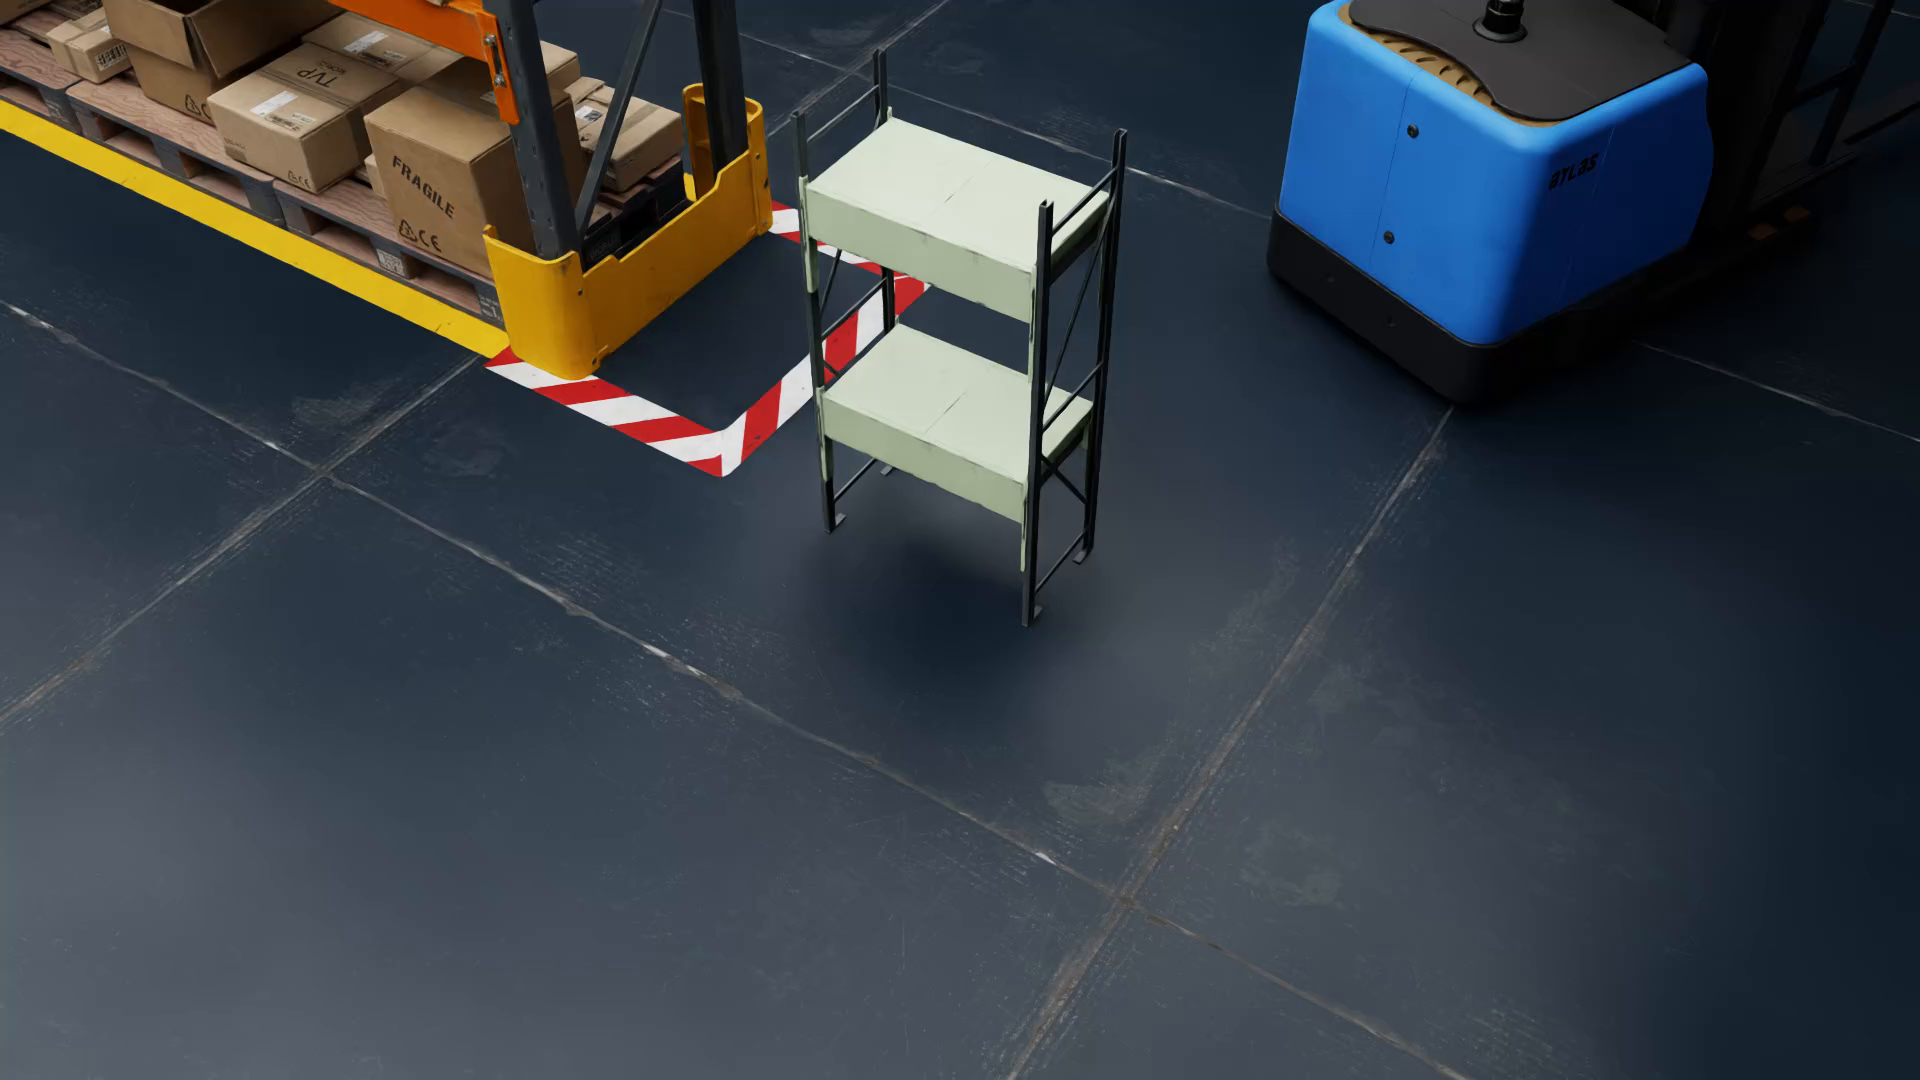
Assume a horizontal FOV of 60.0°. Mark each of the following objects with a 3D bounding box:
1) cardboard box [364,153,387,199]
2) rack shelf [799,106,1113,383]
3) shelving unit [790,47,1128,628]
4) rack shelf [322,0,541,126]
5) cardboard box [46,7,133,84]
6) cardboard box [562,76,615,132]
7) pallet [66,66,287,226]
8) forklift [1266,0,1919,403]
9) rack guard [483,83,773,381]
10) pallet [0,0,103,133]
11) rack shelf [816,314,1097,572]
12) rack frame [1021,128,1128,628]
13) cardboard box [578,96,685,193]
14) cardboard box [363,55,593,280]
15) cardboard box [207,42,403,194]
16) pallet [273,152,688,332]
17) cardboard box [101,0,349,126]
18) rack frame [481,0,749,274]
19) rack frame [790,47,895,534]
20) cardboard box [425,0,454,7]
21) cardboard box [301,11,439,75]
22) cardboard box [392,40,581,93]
[{"bbox_3d":[-1.978,-1.411,6.198,0.250,0.166,0.380,25,51,22],"label":"cardboard box"},{"bbox_3d":[-0.006,-0.797,4.435,0.720,0.370,0.431,25,51,22],"label":"rack shelf"},{"bbox_3d":[-0.006,-0.525,4.715,0.755,1.500,0.431,25,51,22],"label":"shelving unit"},{"bbox_3d":[-2.778,-2.495,6.085,4.000,0.370,1.077,25,51,22],"label":"rack shelf"},{"bbox_3d":[-3.492,-2.064,6.833,0.250,0.166,0.380,25,51,22],"label":"cardboard box"},{"bbox_3d":[-1.472,-1.604,6.386,0.250,0.166,0.380,25,51,22],"label":"cardboard box"},{"bbox_3d":[-2.853,-1.810,6.862,1.213,0.211,1.003,25,51,22],"label":"pallet"},{"bbox_3d":[2.633,-2.329,5.469,3.031,2.935,1.130,-26,51,-23],"label":"forklift"},{"bbox_3d":[-1.159,-1.130,6.000,0.348,0.500,1.175,25,51,22],"label":"rack guard"},{"bbox_3d":[-3.884,-2.282,7.321,1.213,0.211,1.003,25,51,22],"label":"pallet"},{"bbox_3d":[-0.006,-0.298,4.948,0.720,0.370,0.431,25,51,22],"label":"rack shelf"},{"bbox_3d":[0.302,-0.384,4.577,0.023,1.500,0.400,25,51,22],"label":"rack frame"},{"bbox_3d":[-1.262,-1.501,6.298,0.250,0.149,0.380,25,51,22],"label":"cardboard box"},{"bbox_3d":[-1.685,-1.316,5.873,0.500,0.500,0.500,25,51,22],"label":"cardboard box"},{"bbox_3d":[-2.469,-1.615,6.338,0.500,0.250,0.500,25,51,22],"label":"cardboard box"},{"bbox_3d":[-1.830,-1.337,6.403,1.213,0.211,1.003,25,51,22],"label":"pallet"},{"bbox_3d":[-2.878,-2.079,6.613,0.637,0.503,0.797,25,51,22],"label":"cardboard box"},{"bbox_3d":[-1.095,-1.972,5.074,0.127,3.000,1.000,25,51,22],"label":"rack frame"},{"bbox_3d":[-0.314,-0.667,4.852,0.023,1.500,0.400,25,51,22],"label":"rack frame"},{"bbox_3d":[-1.619,-2.016,5.047,0.500,0.500,0.500,26,51,23],"label":"cardboard box"},{"bbox_3d":[-2.241,-1.936,6.650,0.500,0.250,0.500,25,51,22],"label":"cardboard box"},{"bbox_3d":[-1.820,-1.742,6.462,0.500,0.250,0.500,25,51,22],"label":"cardboard box"}]
